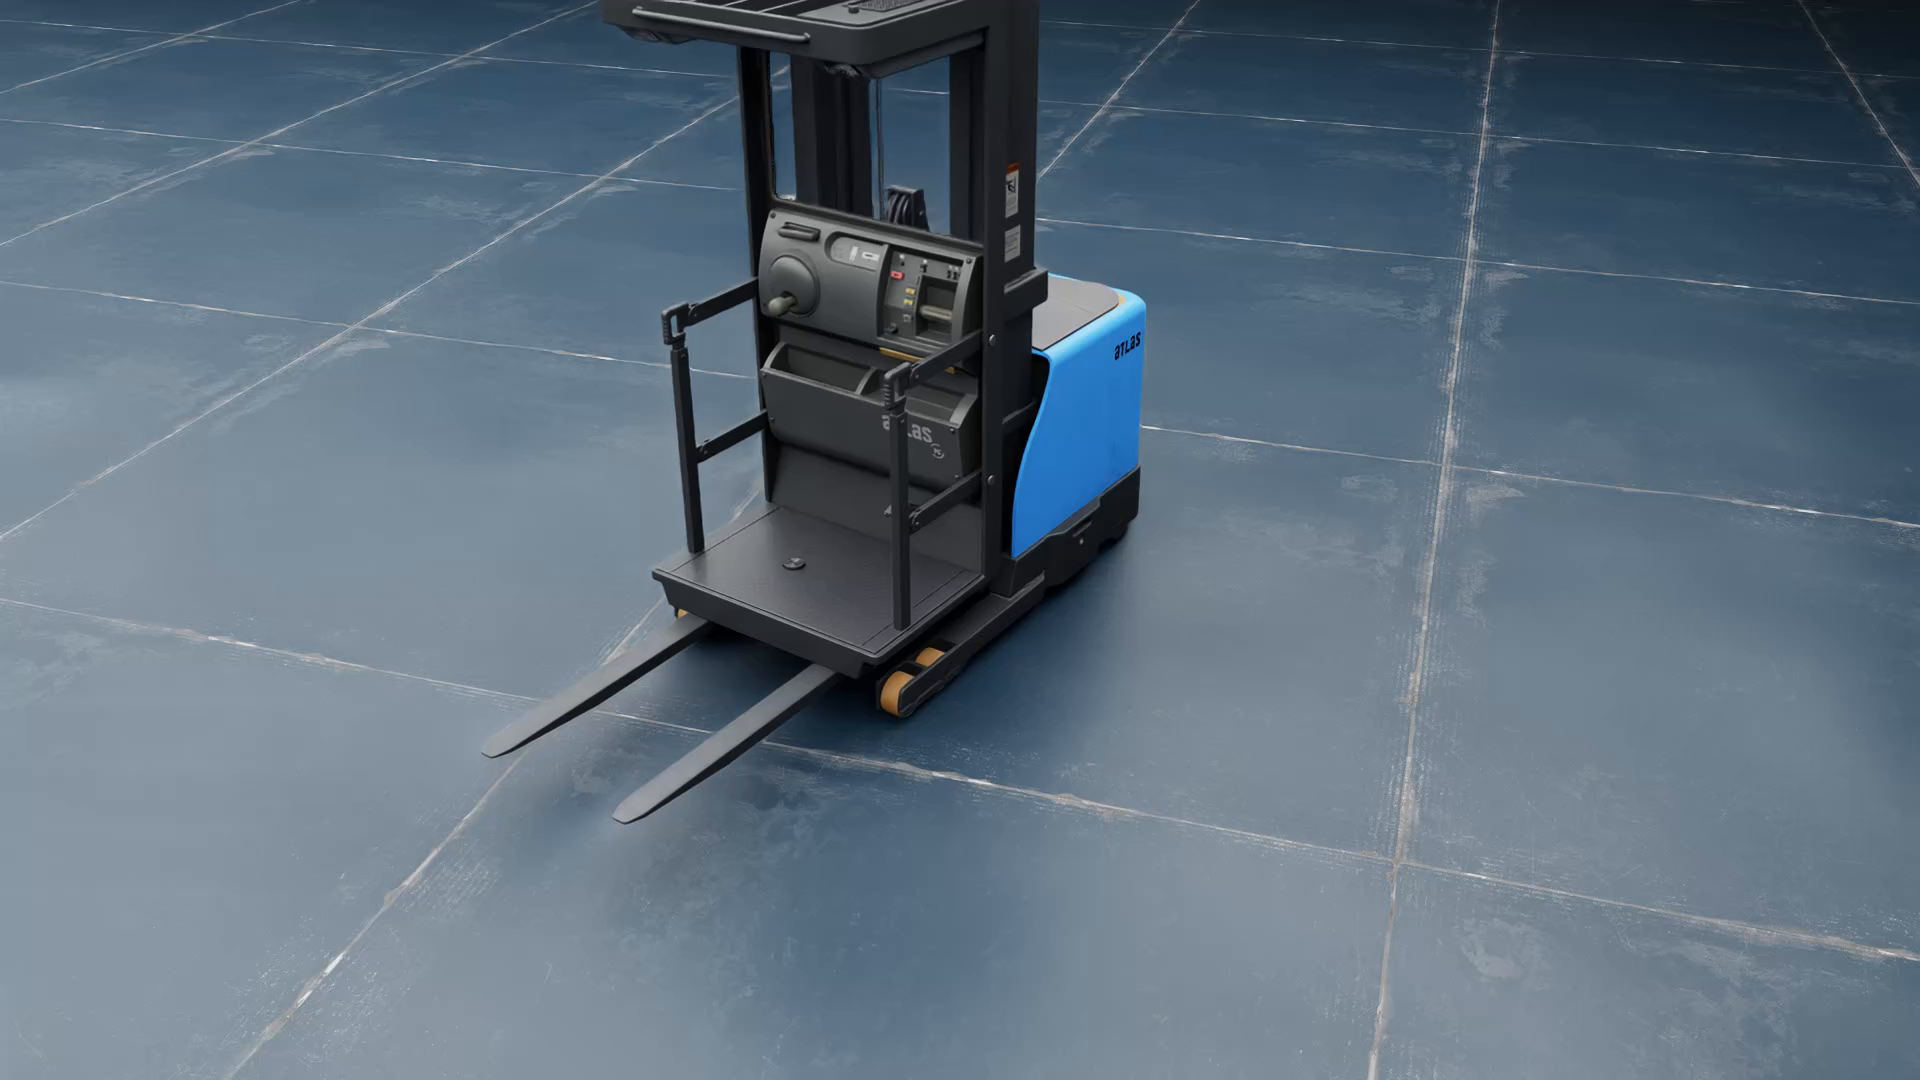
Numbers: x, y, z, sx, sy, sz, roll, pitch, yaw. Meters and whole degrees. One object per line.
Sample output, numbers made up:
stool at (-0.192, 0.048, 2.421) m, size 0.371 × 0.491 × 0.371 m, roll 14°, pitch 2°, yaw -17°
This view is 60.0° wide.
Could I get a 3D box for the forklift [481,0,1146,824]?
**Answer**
forklift at (-0.464, -0.897, 5.848) m, size 1.130 × 2.935 × 3.031 m, roll 18°, pitch 34°, yaw 30°
